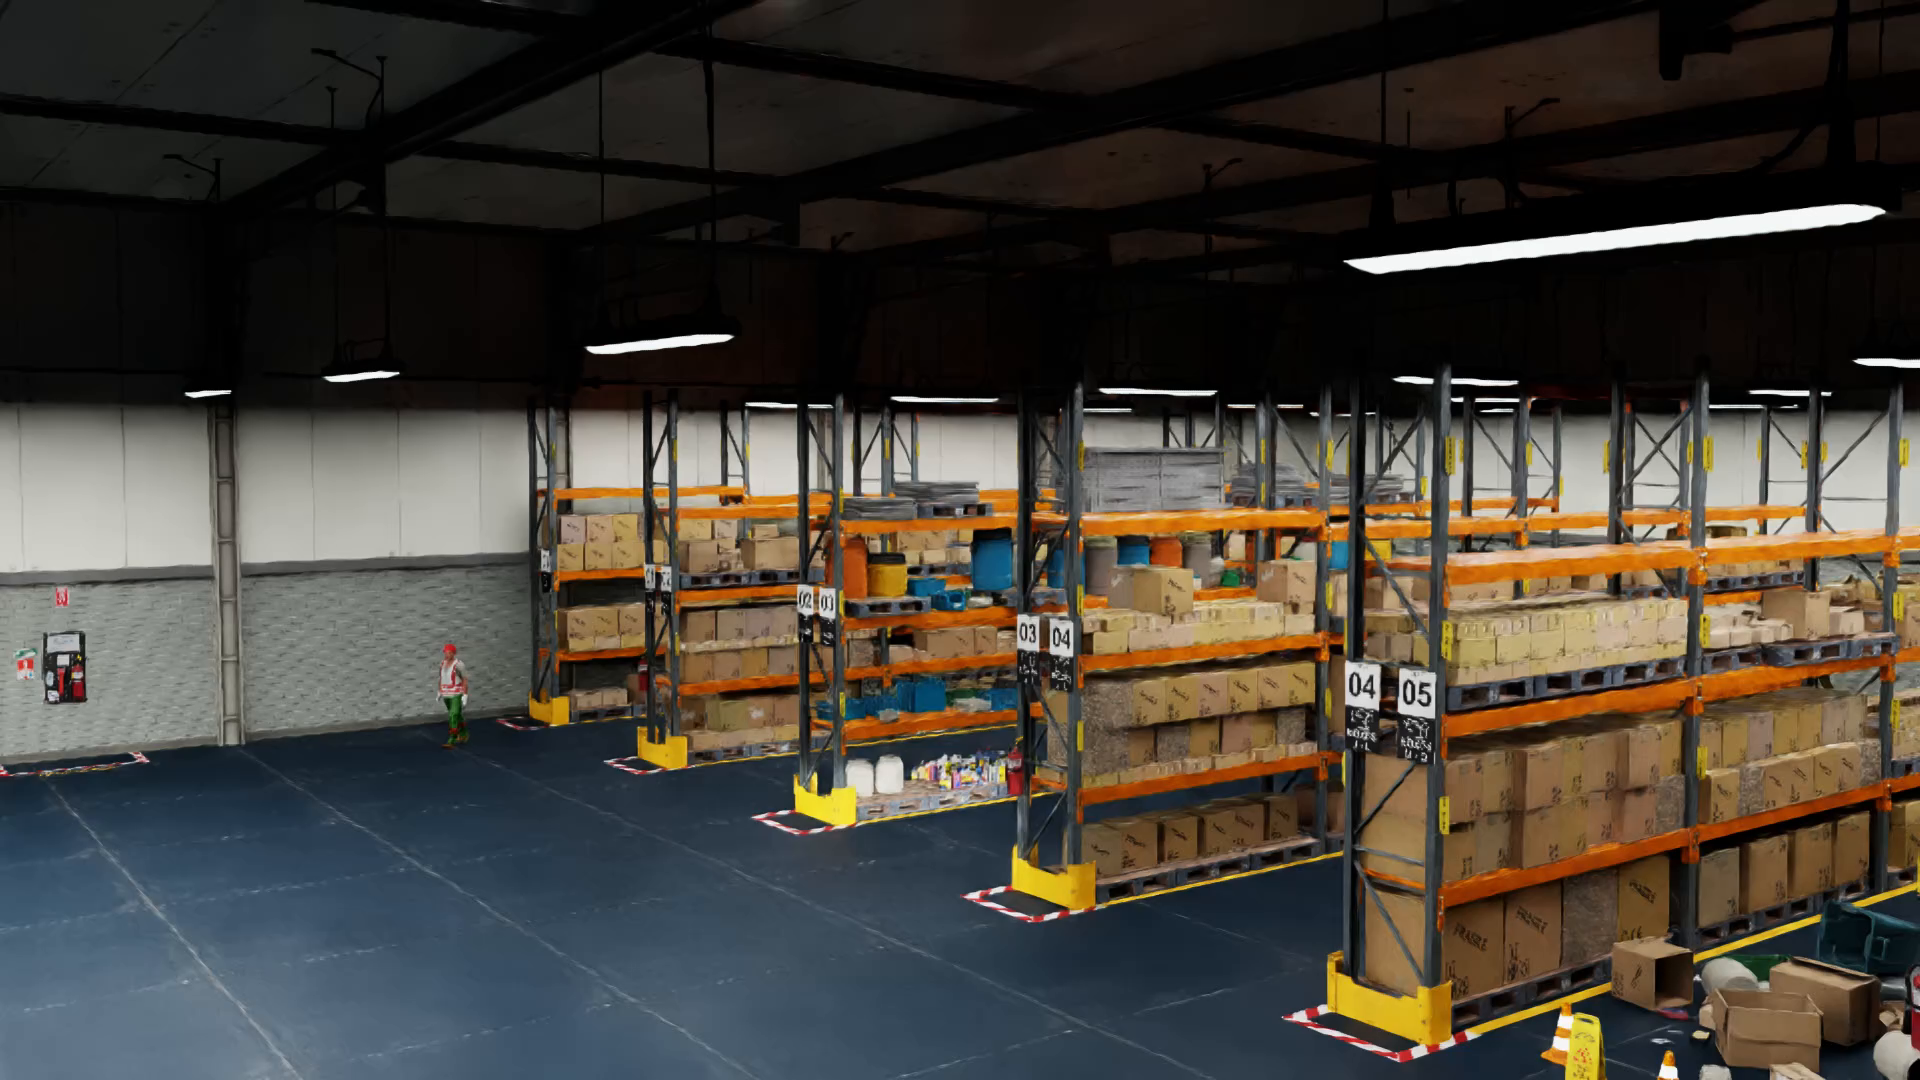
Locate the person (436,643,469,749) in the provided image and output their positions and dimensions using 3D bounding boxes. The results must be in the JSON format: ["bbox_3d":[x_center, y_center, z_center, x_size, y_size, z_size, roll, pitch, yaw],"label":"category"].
[{"bbox_3d":[-8.615,2.622,28.186,0.586,1.761,0.946,2,4,29],"label":"person"}]

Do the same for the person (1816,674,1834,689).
[{"bbox_3d":[16.716,2.376,32.317,0.677,1.771,0.617,1,4,20],"label":"person"}]
